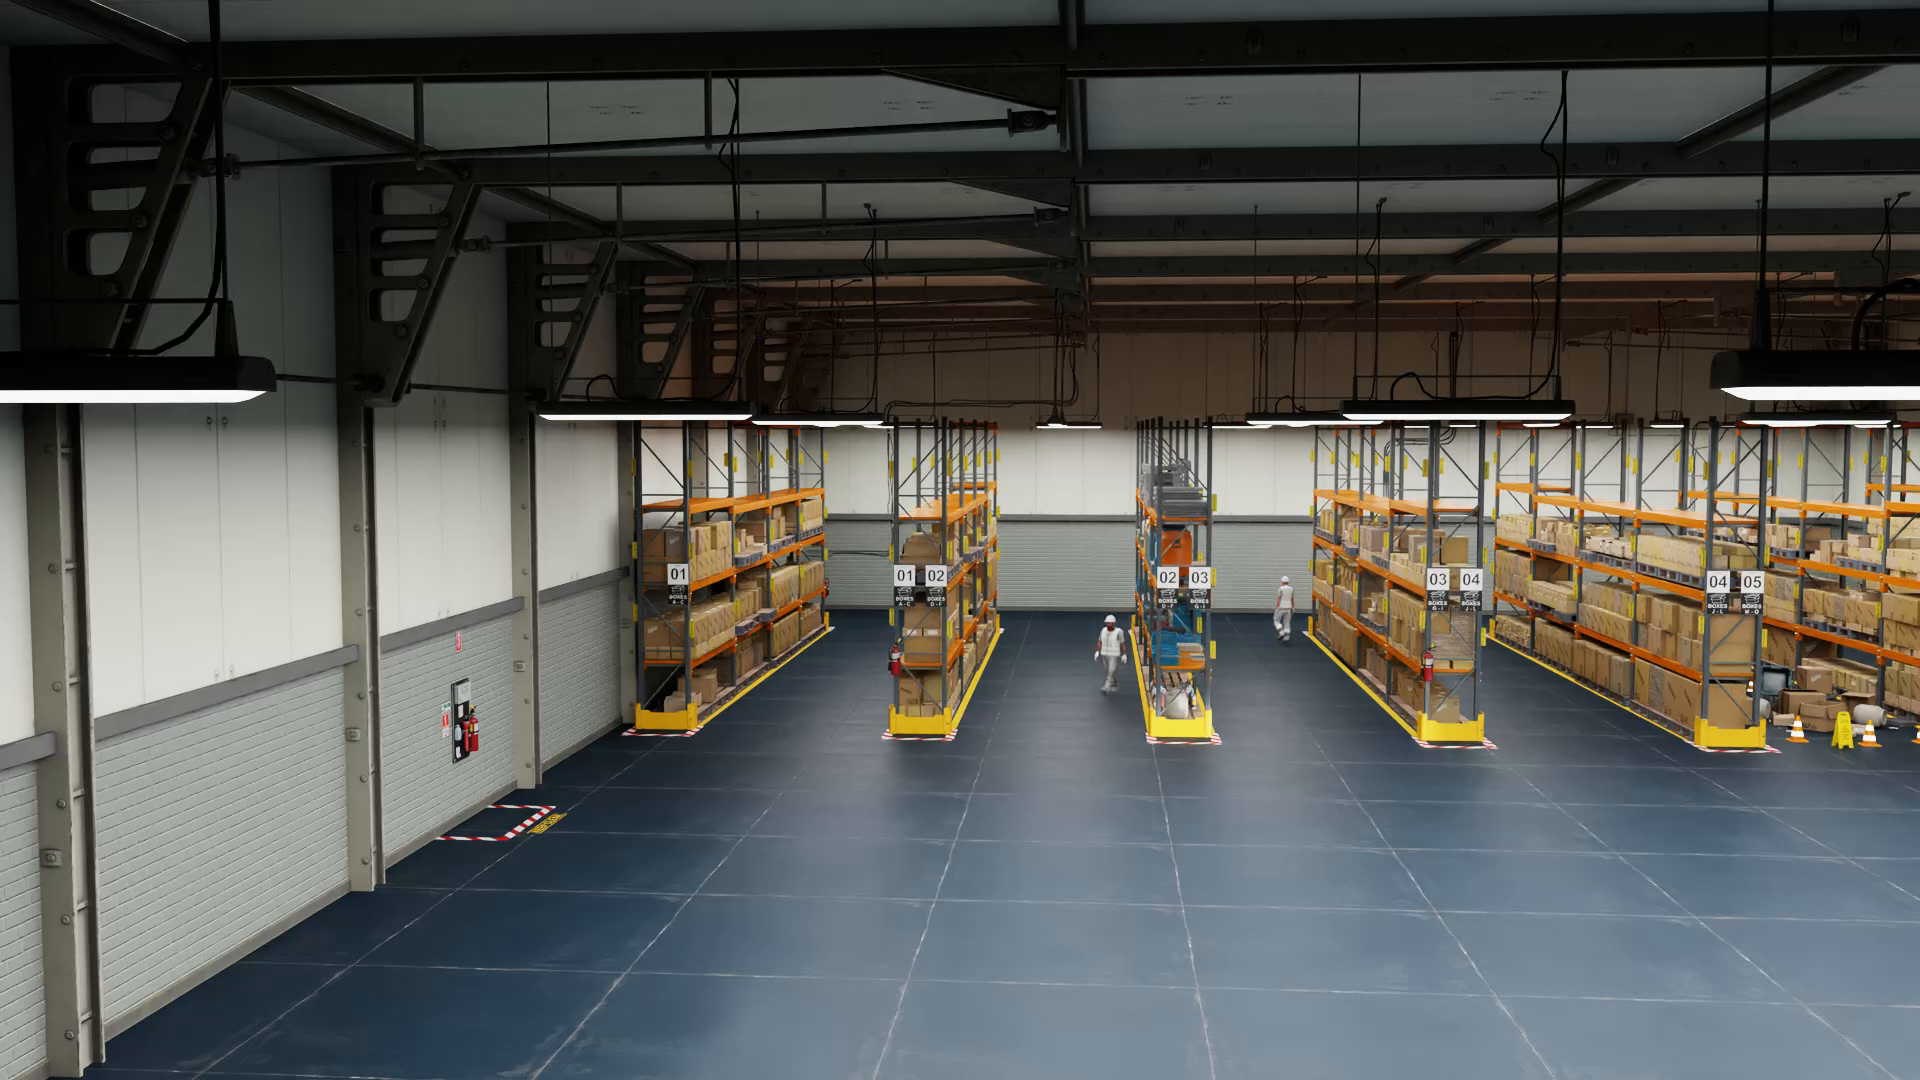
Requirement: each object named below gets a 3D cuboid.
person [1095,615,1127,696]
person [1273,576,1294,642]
[{"bbox_3d":[3.196,2.489,35.974,0.597,1.711,1.074,3,5,39],"label":"person"},{"bbox_3d":[8.831,1.879,45.192,0.598,1.791,0.468,-1,4,-21],"label":"person"}]
